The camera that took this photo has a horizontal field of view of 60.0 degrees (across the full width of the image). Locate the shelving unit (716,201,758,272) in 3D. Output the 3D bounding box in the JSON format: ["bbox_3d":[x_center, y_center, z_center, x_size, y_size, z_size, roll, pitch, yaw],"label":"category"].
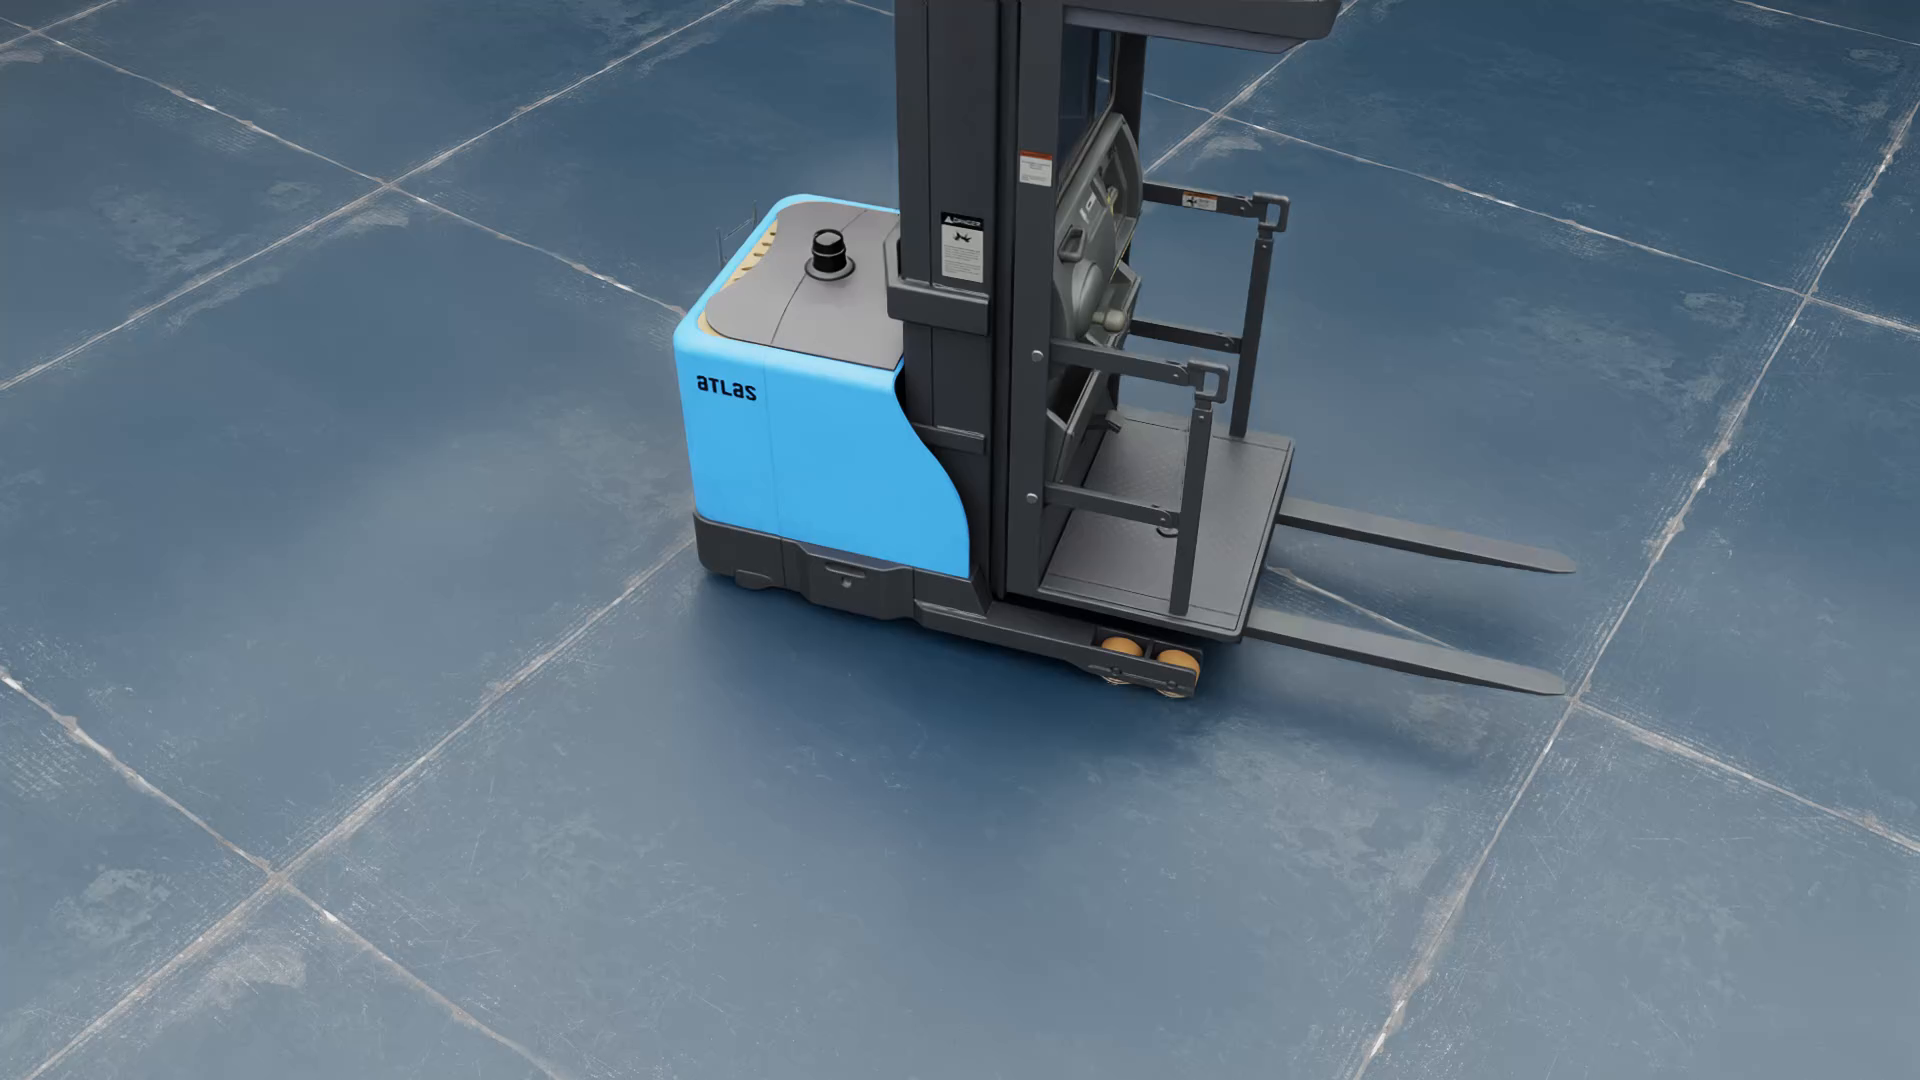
[{"bbox_3d":[-0.759,-0.855,6.531,0.210,0.900,0.258,23,47,24],"label":"shelving unit"}]

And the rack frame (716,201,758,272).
[{"bbox_3d":[-0.844,-0.891,6.571,0.006,0.900,0.240,23,47,24],"label":"rack frame"}]

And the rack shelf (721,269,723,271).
[{"bbox_3d":[-0.759,-1.031,6.373,0.200,0.077,0.258,23,47,24],"label":"rack shelf"}]

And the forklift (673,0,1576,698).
[{"bbox_3d":[0.619,-0.957,5.122,3.031,2.935,1.130,12,43,14],"label":"forklift"}]
